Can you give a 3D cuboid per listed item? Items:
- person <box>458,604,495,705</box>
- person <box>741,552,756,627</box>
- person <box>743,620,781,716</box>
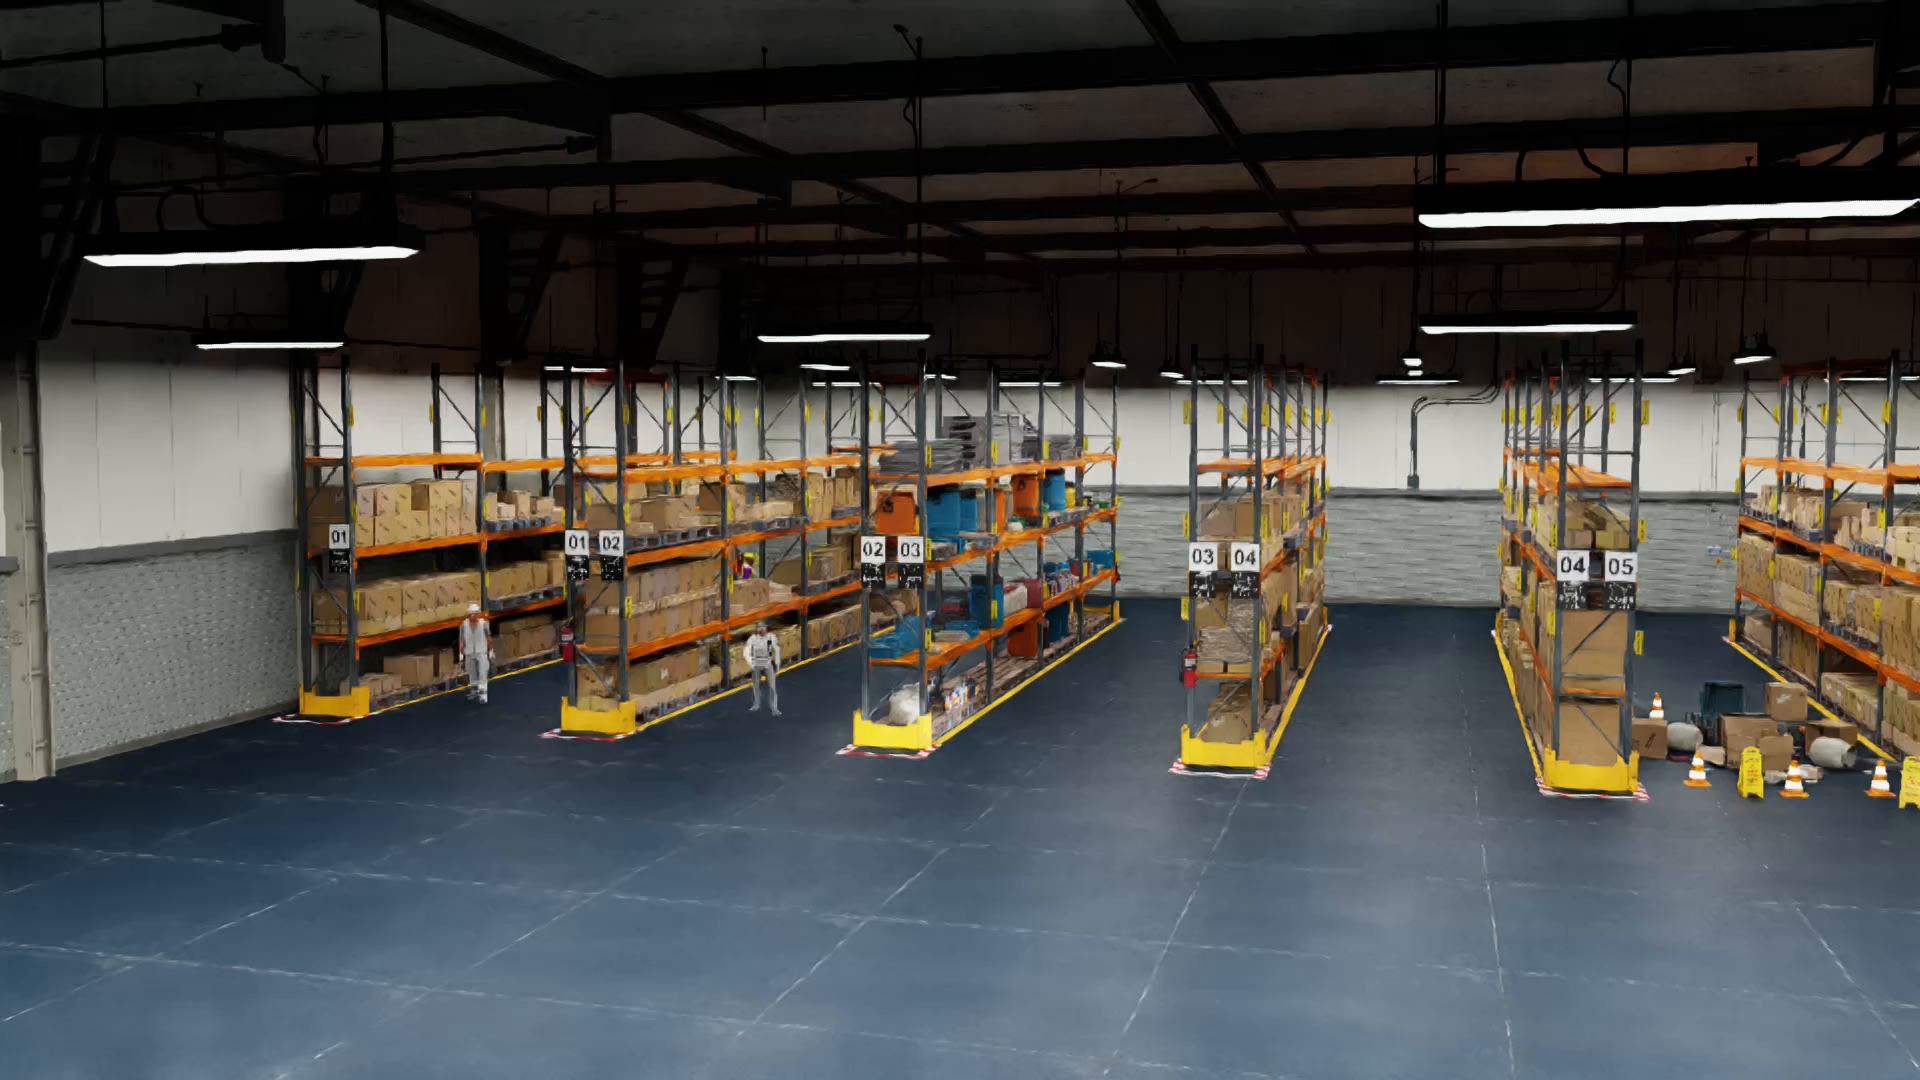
[{"bbox_3d":[-8.429,1.970,28.948,0.596,1.746,0.969,-1,4,-7],"label":"person"},{"bbox_3d":[-4.939,1.163,39.231,0.463,1.763,0.645,0,4,-4],"label":"person"},{"bbox_3d":[-3.291,2.103,27.825,0.638,1.607,0.814,0,4,-1],"label":"person"}]
